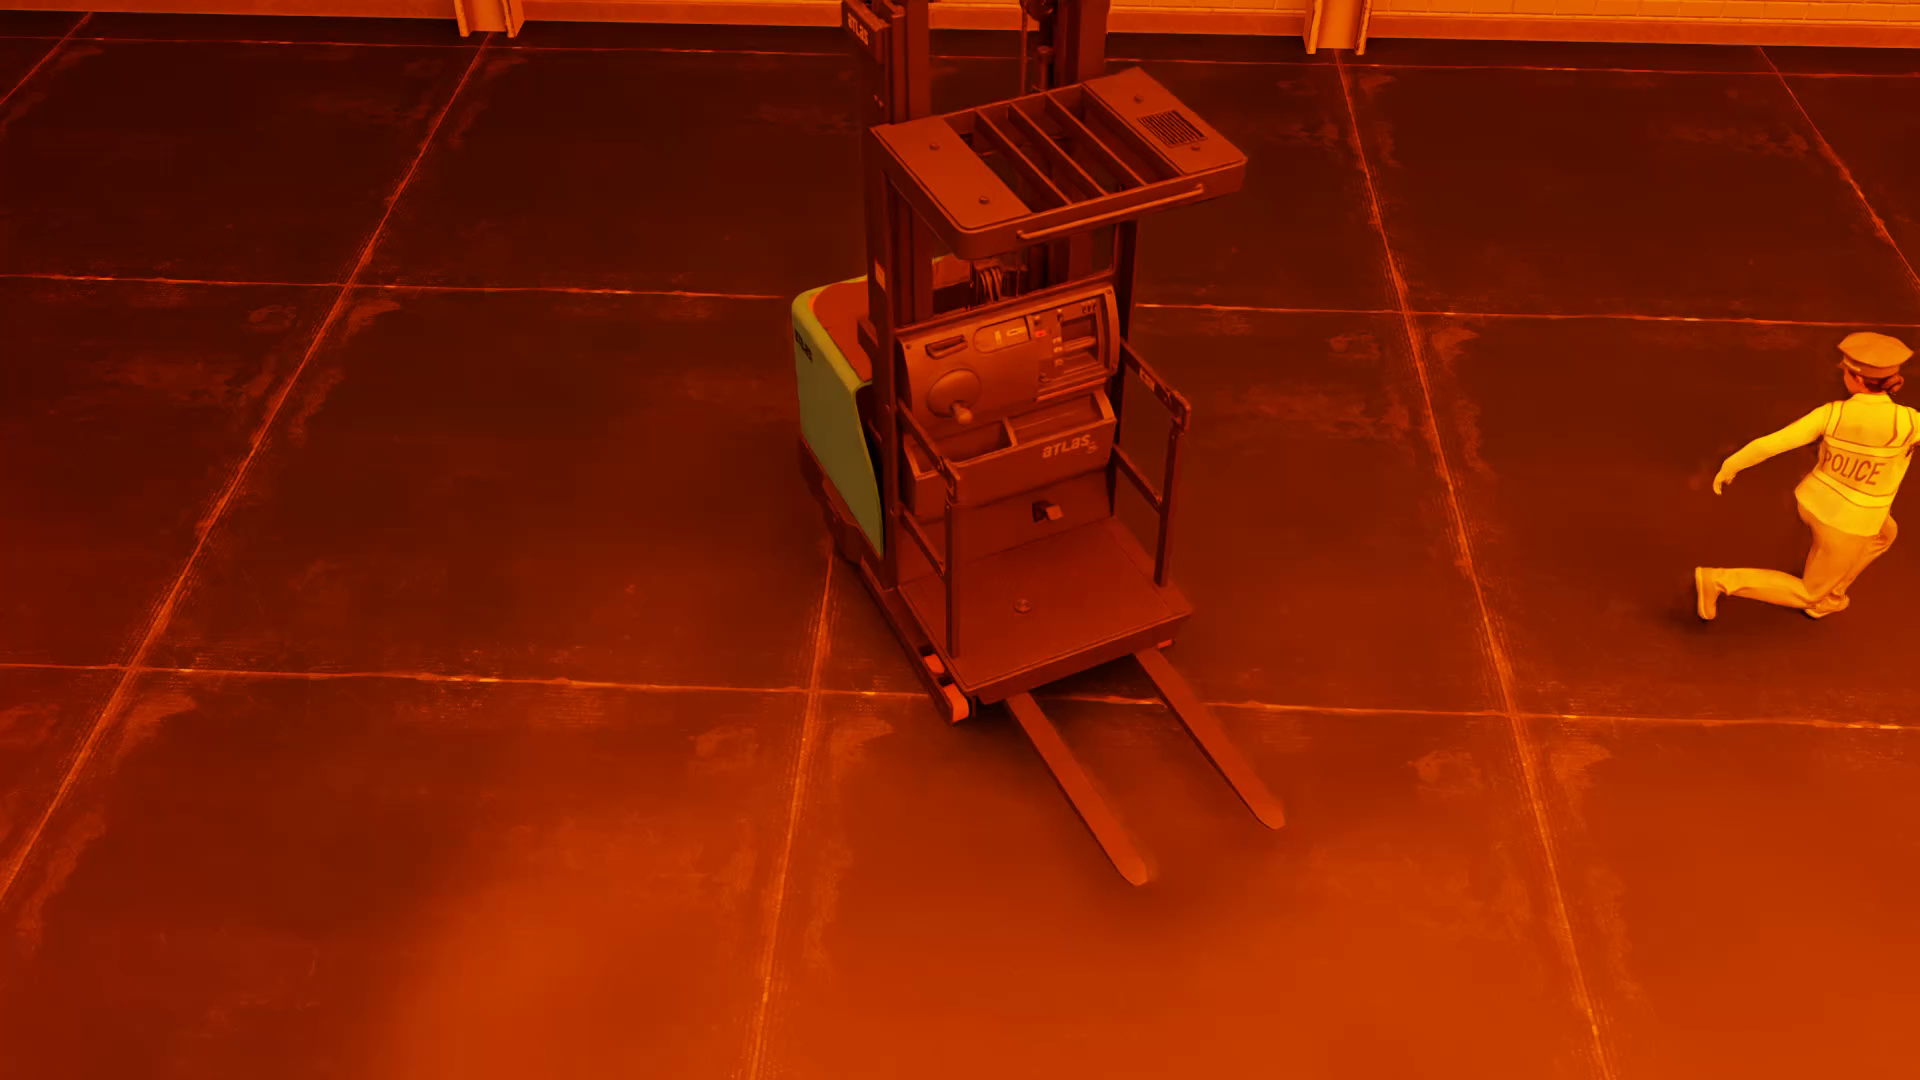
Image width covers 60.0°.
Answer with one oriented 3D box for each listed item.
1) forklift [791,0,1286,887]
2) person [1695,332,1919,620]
[{"bbox_3d":[0.304,-0.650,6.454,1.130,2.935,3.031,-18,45,-18],"label":"forklift"},{"bbox_3d":[3.675,-0.215,7.135,0.868,1.441,0.591,-11,44,-12],"label":"person"}]
